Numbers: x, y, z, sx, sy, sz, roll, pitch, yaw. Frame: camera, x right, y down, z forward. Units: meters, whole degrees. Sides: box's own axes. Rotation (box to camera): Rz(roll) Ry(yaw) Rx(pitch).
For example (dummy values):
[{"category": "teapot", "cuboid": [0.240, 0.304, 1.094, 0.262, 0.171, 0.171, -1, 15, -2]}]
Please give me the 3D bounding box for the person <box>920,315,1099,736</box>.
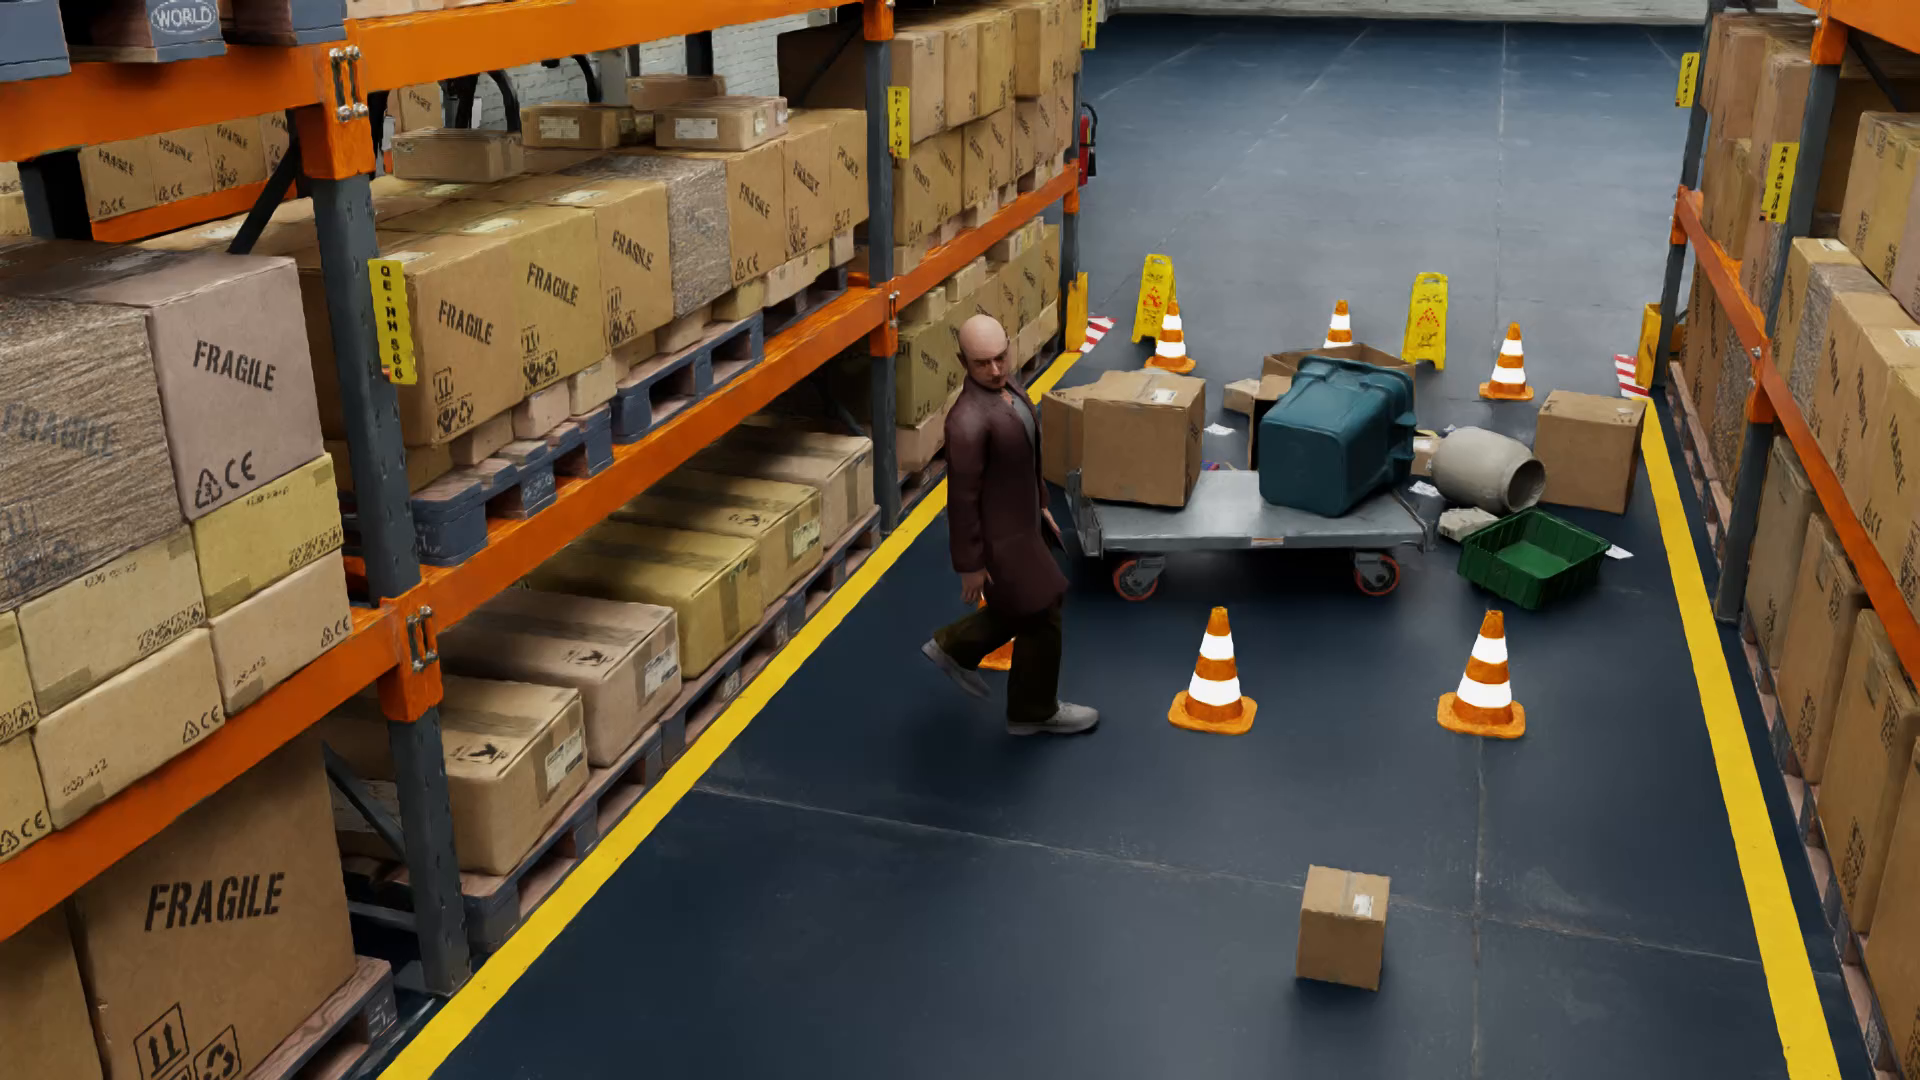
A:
[{"category": "person", "cuboid": [0.167, -0.009, 6.191, 0.714, 1.732, 0.632, 4, 22, 9]}]
